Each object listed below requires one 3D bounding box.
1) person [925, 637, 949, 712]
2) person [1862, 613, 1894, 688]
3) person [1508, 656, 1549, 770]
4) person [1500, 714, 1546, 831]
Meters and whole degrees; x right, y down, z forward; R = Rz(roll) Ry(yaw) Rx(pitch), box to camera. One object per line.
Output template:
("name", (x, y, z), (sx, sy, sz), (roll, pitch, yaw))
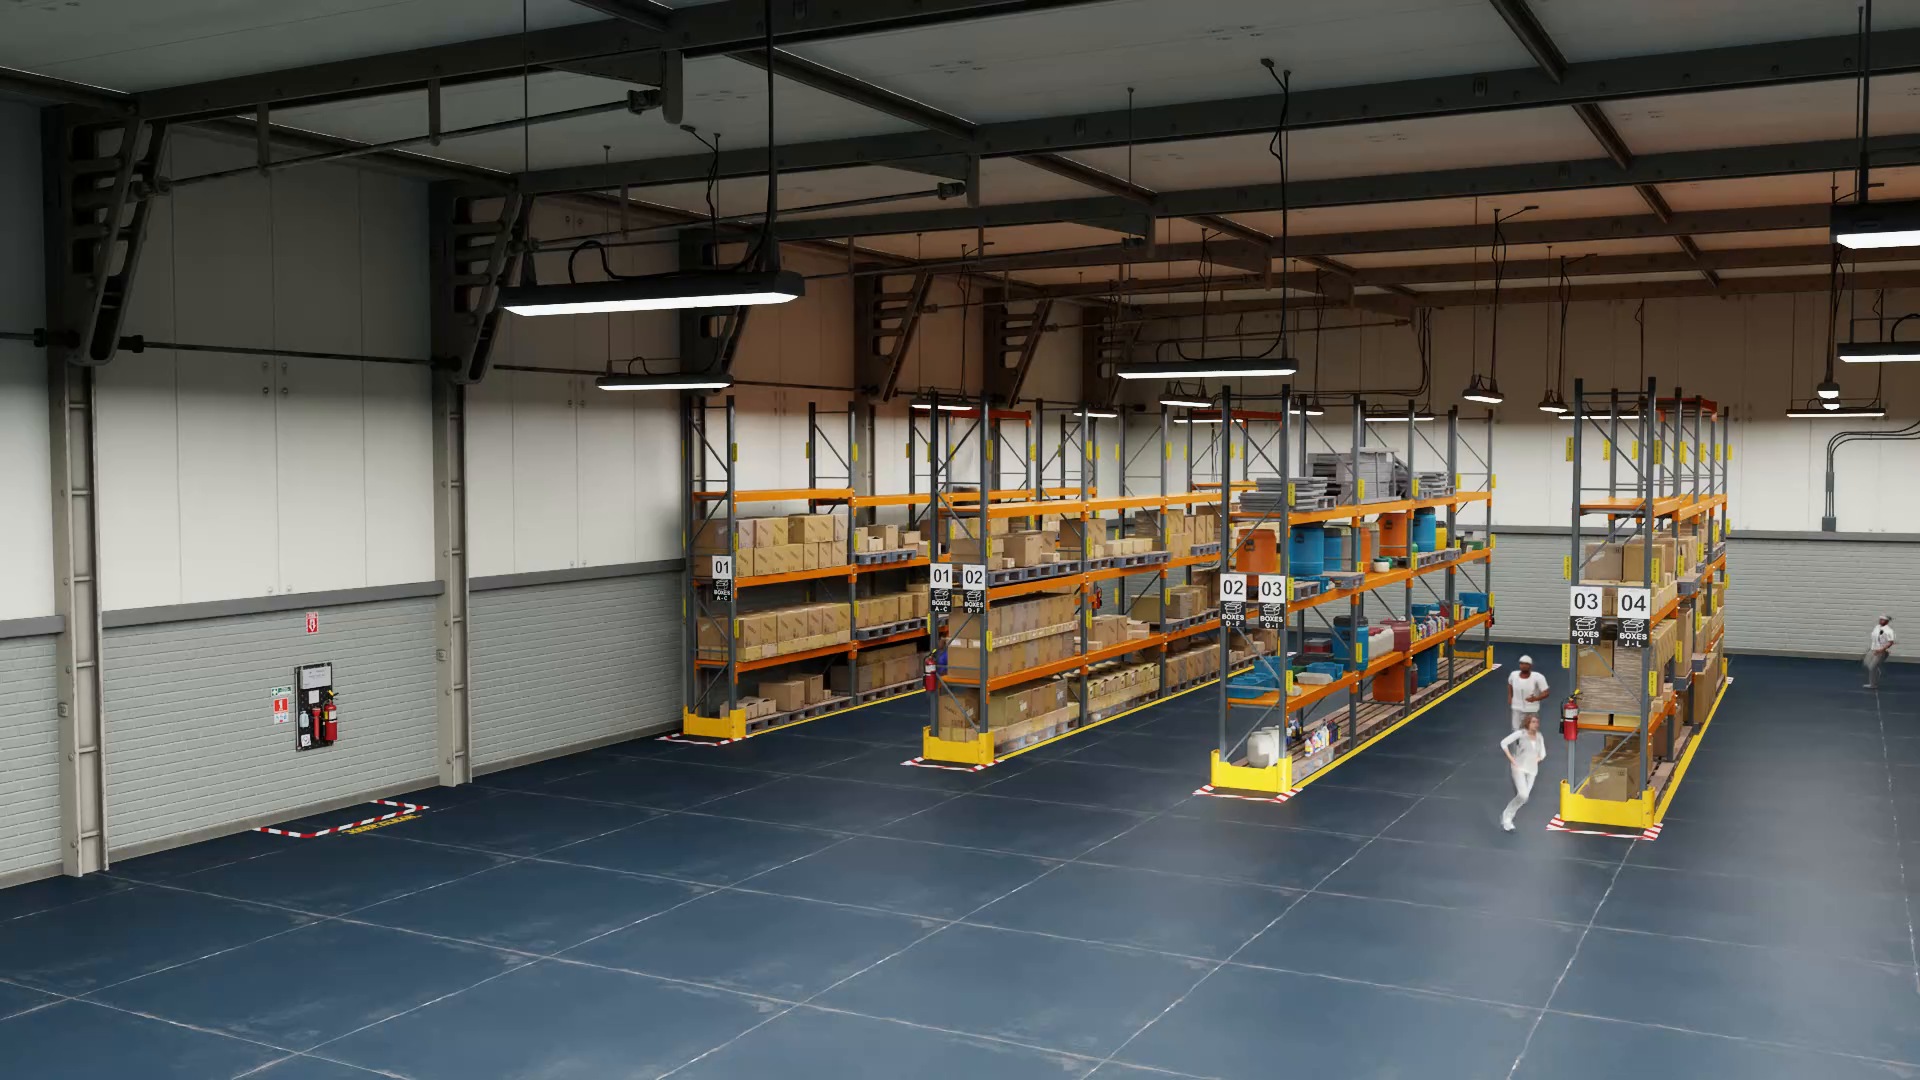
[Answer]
("person", (-0.397, 2.593, 30.261), (0.549, 1.645, 0.655), (1, 3, 23))
("person", (19.397, 2.342, 35.125), (0.507, 1.623, 0.613), (-1, 3, -14))
("person", (9.068, 2.728, 26.571), (0.662, 1.782, 1.137), (1, 3, 26))
("person", (7.451, 3.058, 21.932), (0.534, 1.549, 0.557), (-1, 3, -14))
